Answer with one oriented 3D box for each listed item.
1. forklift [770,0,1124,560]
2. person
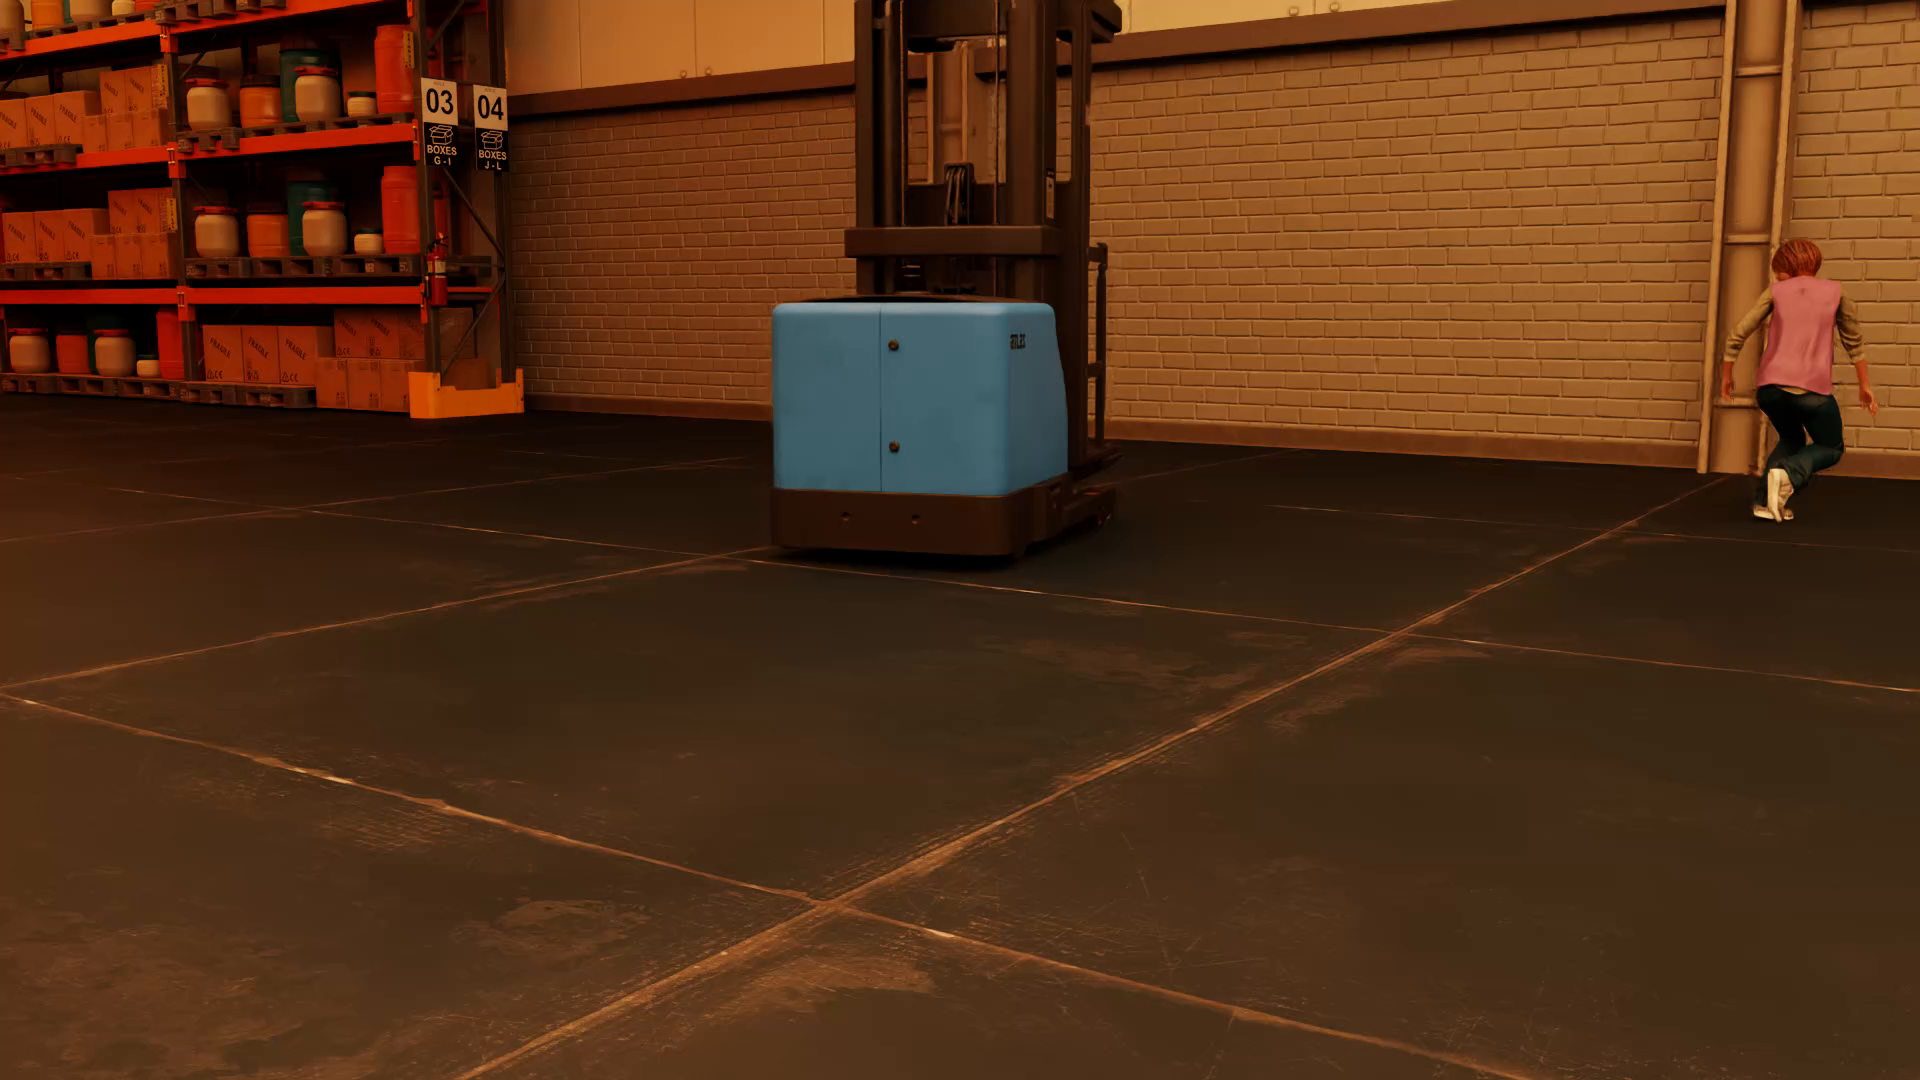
[{"bbox_3d":[0.142,-1.537,8.002,1.130,2.935,3.031,3,8,18],"label":"forklift"},{"bbox_3d":[4.086,-0.767,8.160,0.692,1.392,0.583,7,11,40],"label":"person"}]
